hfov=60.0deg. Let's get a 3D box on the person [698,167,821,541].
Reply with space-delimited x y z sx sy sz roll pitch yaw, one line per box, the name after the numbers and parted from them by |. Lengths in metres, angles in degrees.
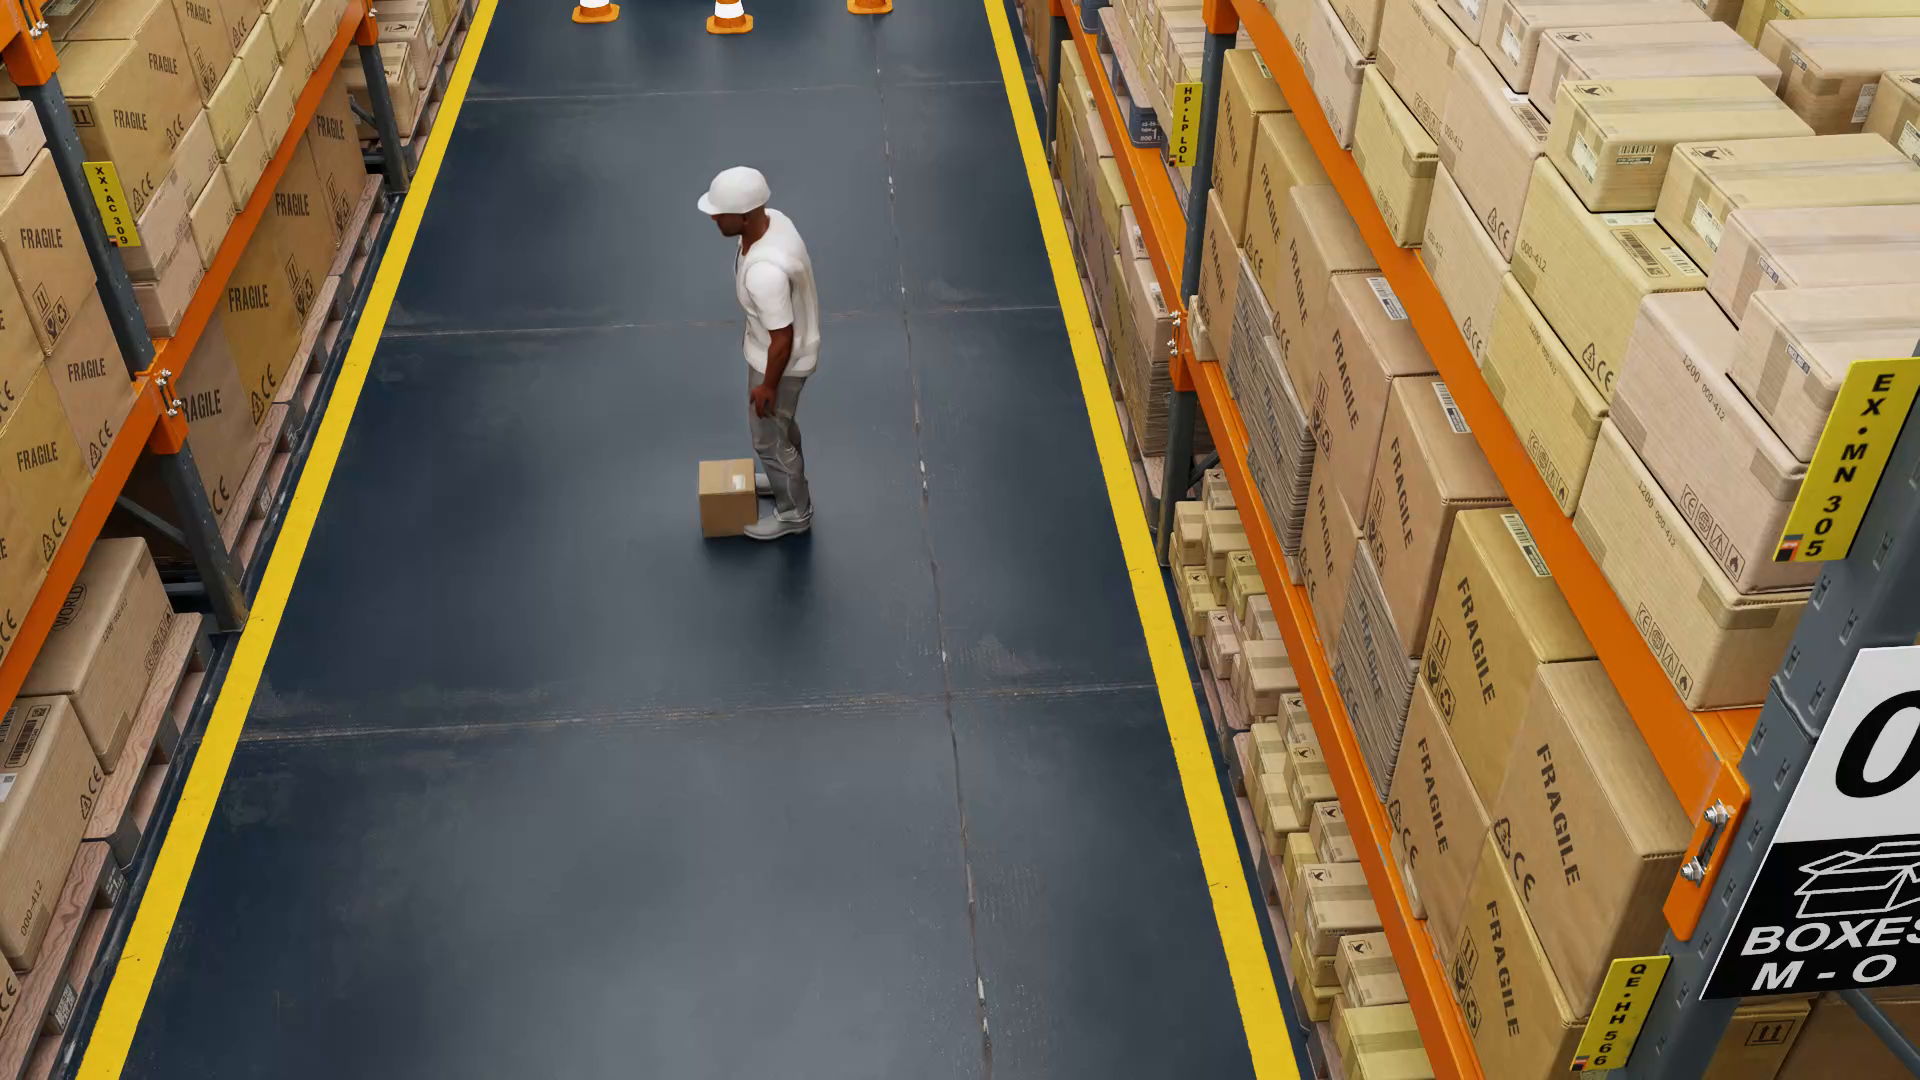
-0.822 -0.798 7.129 0.456 1.760 0.613 -4 39 -6 | person
